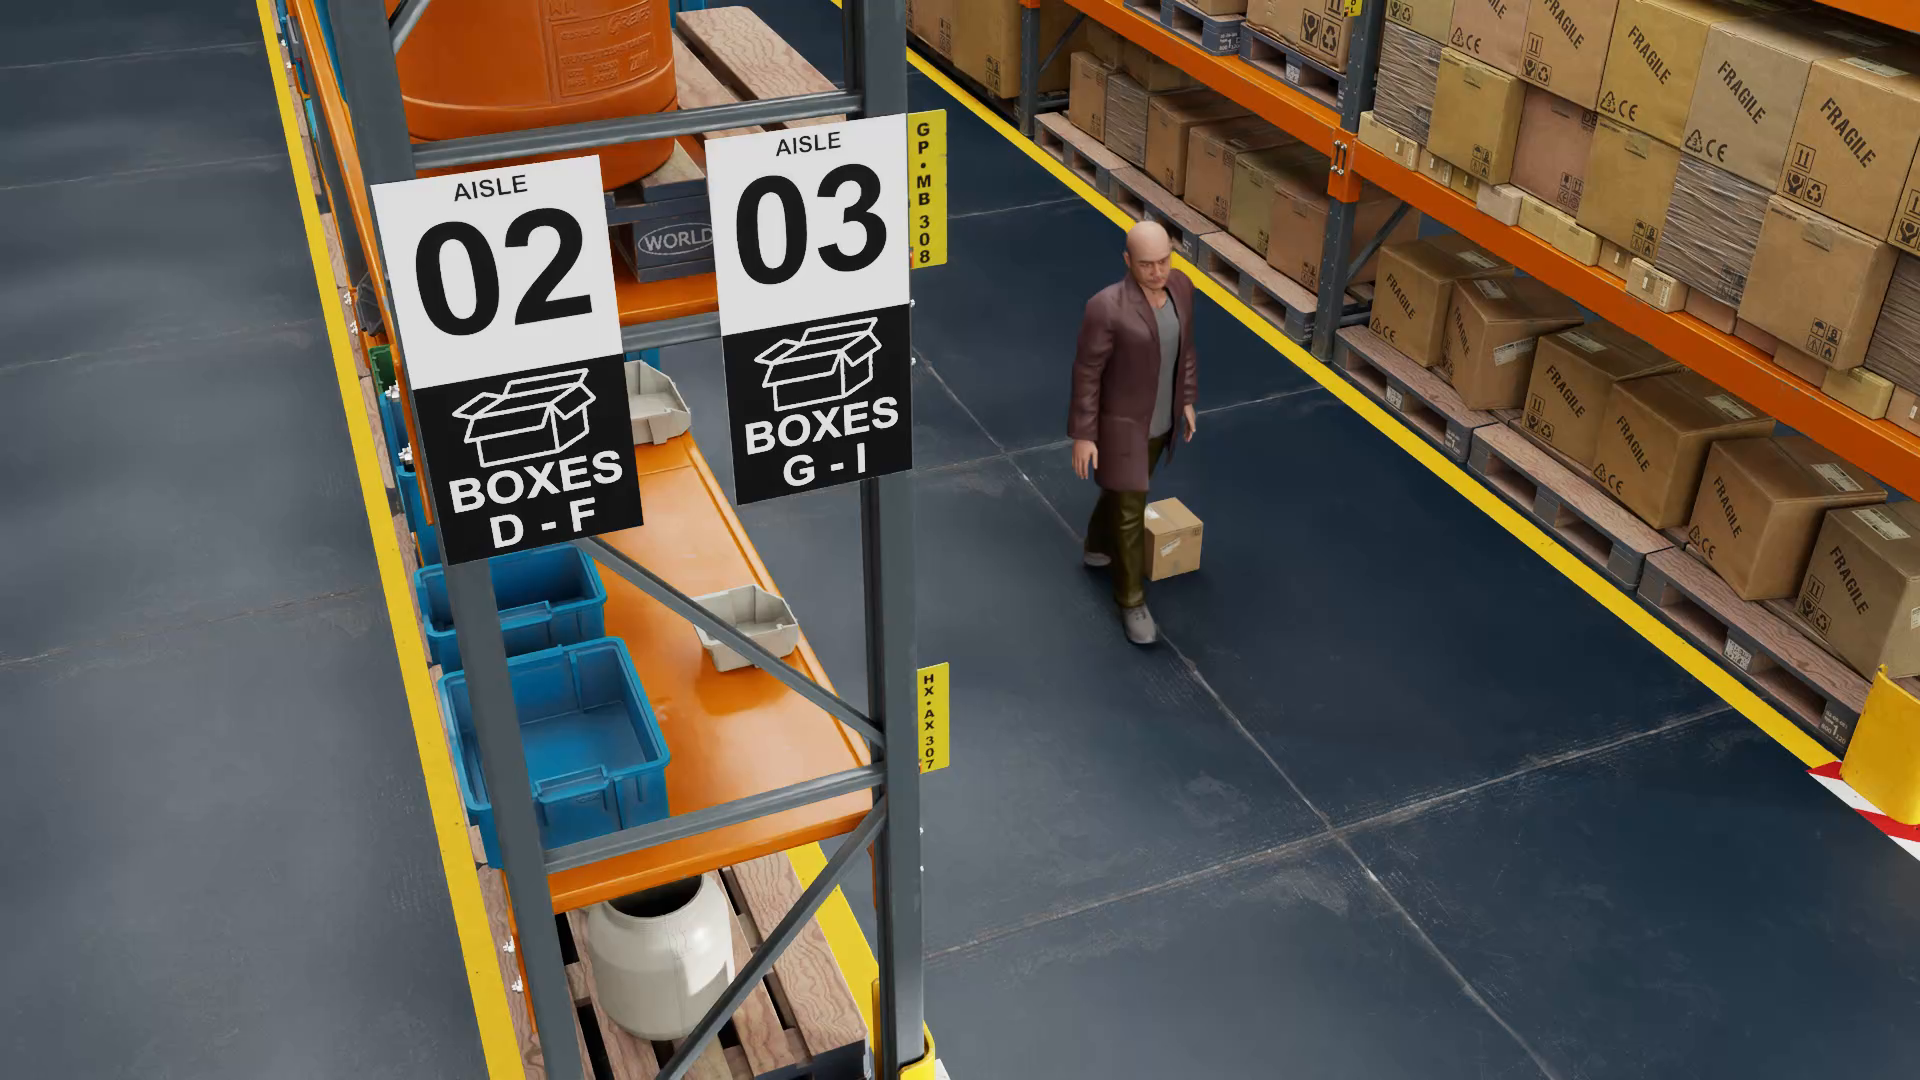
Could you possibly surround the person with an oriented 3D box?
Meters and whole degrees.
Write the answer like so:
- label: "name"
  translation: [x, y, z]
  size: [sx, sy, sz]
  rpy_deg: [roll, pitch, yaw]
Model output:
- label: "person"
  translation: [0.739, -0.481, 6.888]
  size: [0.652, 1.777, 0.686]
  rpy_deg: [-25, 41, -33]
